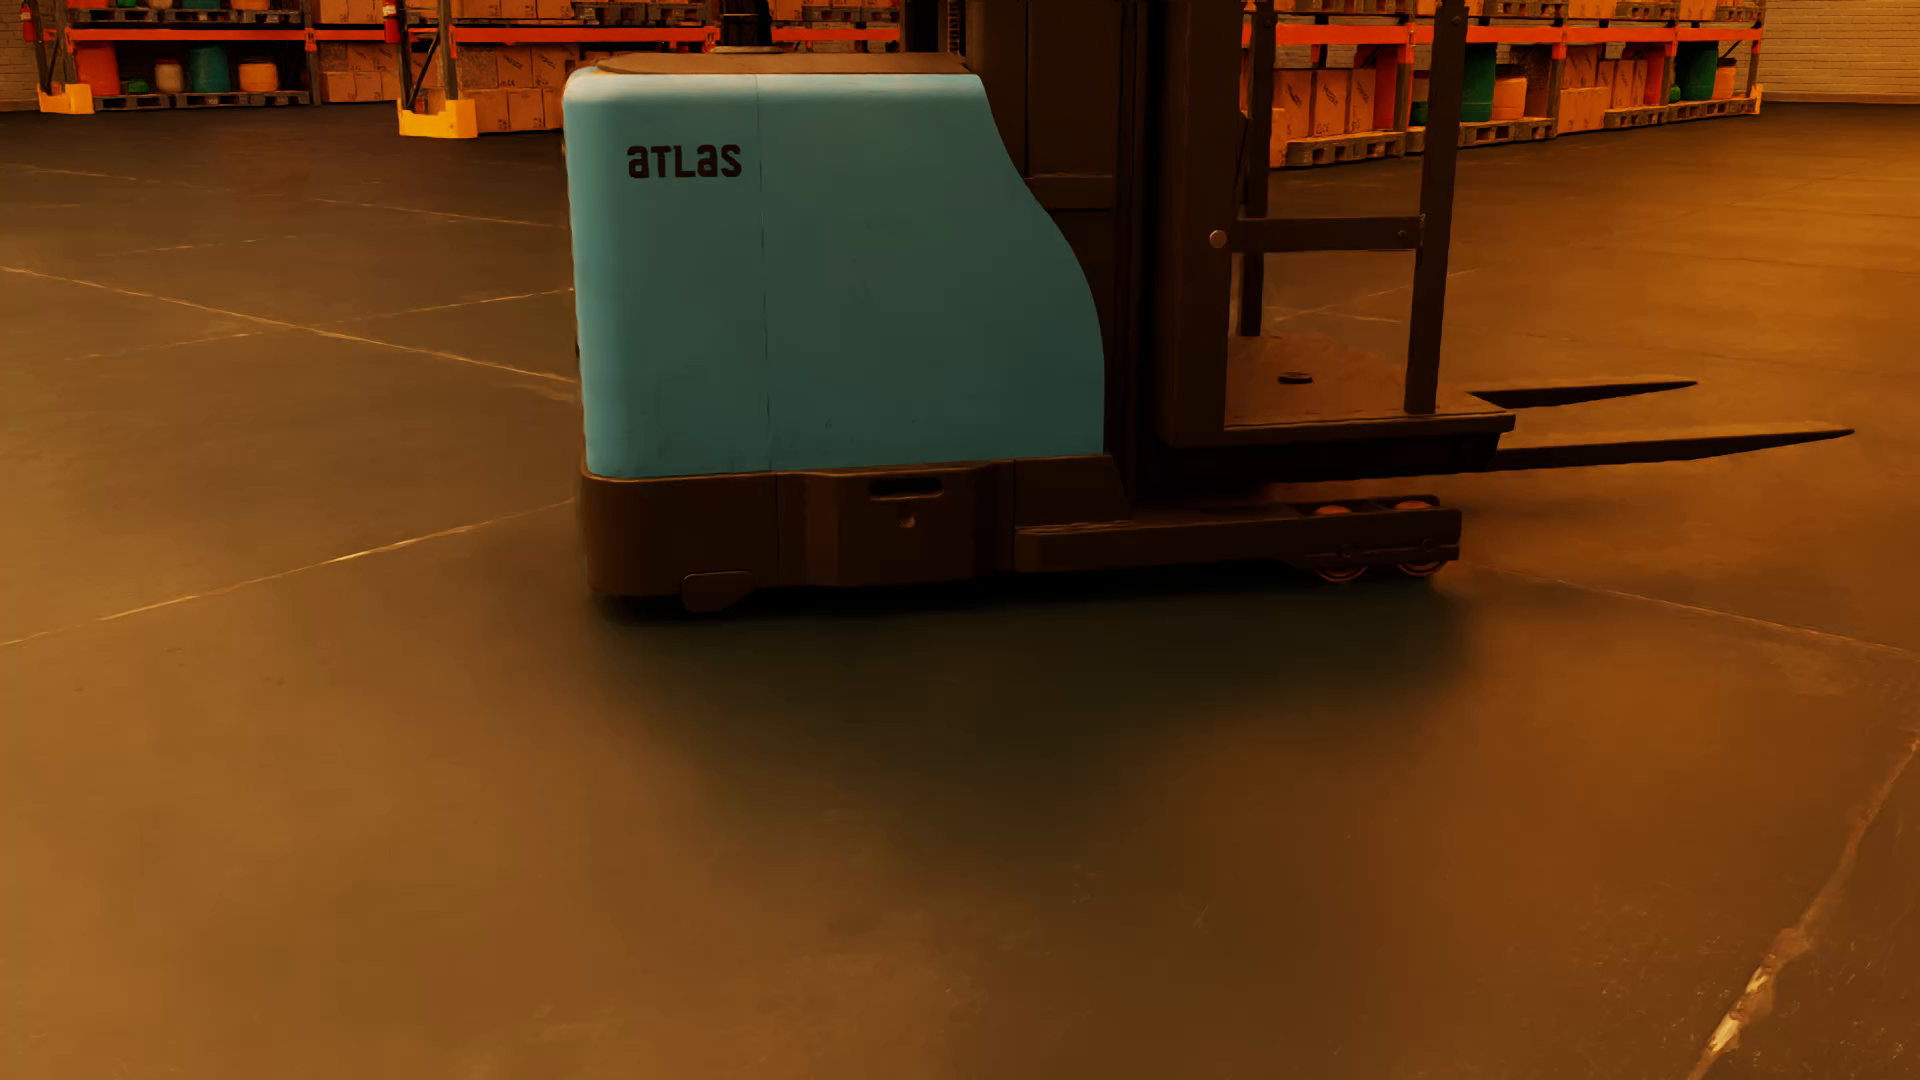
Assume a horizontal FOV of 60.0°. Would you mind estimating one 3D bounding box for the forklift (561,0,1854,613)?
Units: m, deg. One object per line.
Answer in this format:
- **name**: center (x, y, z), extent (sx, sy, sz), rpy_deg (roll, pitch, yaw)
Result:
- **forklift**: center (0.632, -1.456, 3.693), extent (3.031, 2.935, 1.130), rpy_deg (-4, 17, -12)
